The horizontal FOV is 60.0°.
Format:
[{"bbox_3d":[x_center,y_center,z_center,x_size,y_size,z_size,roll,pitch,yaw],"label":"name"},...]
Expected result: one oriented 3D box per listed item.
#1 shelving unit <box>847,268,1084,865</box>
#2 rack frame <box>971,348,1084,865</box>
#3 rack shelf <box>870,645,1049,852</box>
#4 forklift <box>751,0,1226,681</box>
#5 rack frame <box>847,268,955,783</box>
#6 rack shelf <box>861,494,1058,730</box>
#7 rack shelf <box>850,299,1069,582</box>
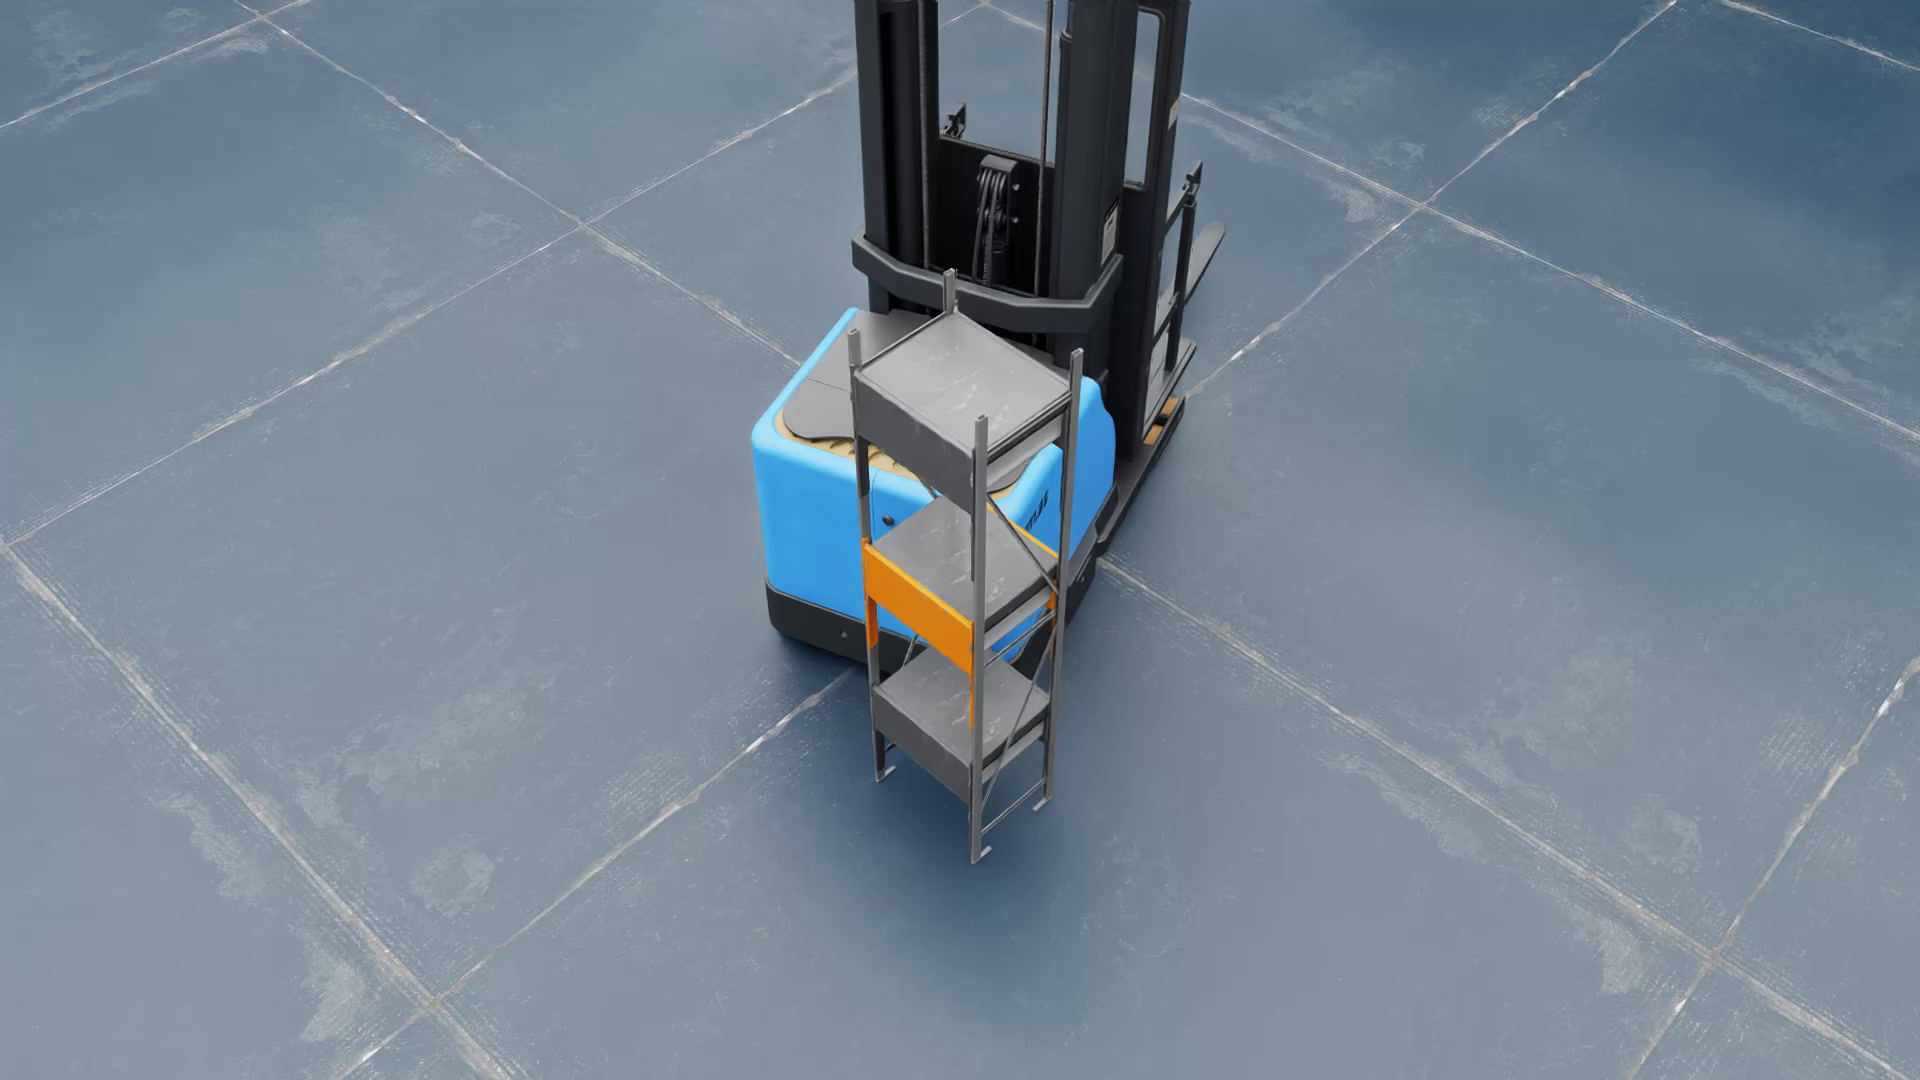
[{"bbox_3d":[0.012,0.183,5.246,0.431,2.100,0.503,-36,56,-29],"label":"shelving unit"},{"bbox_3d":[0.185,0.309,5.128,0.400,2.100,0.015,-36,56,-29],"label":"rack frame"},{"bbox_3d":[0.012,0.671,5.767,0.431,0.518,0.480,-36,56,-29],"label":"rack shelf"},{"bbox_3d":[0.334,-1.465,6.224,1.130,2.935,3.031,19,50,17],"label":"forklift"},{"bbox_3d":[-0.160,0.057,5.365,0.400,2.100,0.015,-36,56,-29],"label":"rack frame"},{"bbox_3d":[0.012,0.192,5.256,0.431,0.518,0.480,-36,56,-29],"label":"rack shelf"},{"bbox_3d":[0.012,-0.287,4.746,0.431,0.518,0.480,-36,56,-29],"label":"rack shelf"}]
